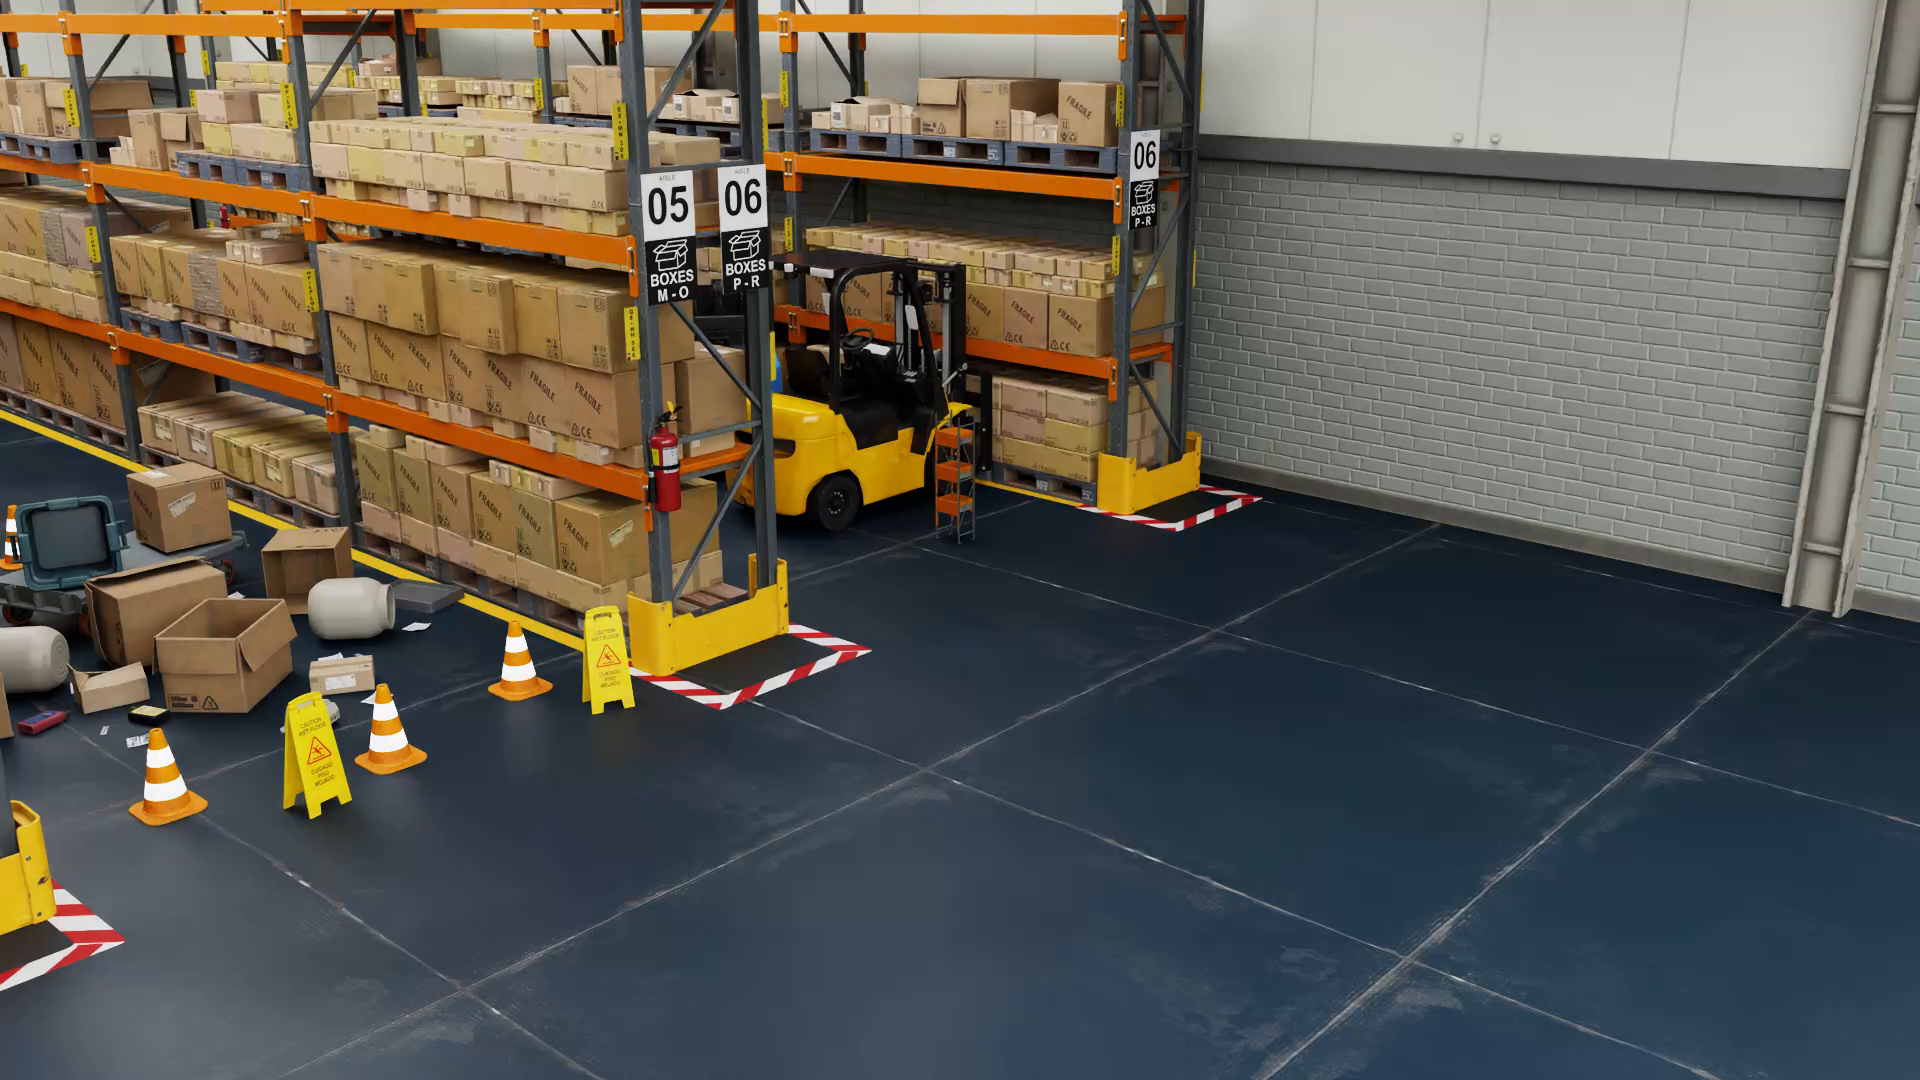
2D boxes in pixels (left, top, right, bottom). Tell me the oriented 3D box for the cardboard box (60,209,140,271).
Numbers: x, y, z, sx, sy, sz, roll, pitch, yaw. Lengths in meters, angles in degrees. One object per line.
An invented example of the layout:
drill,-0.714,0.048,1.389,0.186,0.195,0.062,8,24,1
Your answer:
cardboard box,-8.171,-2.860,15.847,0.500,0.500,0.500,14,23,38

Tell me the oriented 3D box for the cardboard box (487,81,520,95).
cardboard box,-5.294,-5.287,19.449,0.250,0.149,0.380,15,23,38

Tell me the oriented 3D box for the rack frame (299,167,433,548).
rack frame,-4.619,-1.488,13.342,0.127,3.000,1.000,15,23,39

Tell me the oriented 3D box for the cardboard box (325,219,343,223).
cardboard box,-8.238,-4.433,22.377,0.500,0.250,0.500,15,23,39

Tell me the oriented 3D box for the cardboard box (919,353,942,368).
cardboard box,-0.418,-1.608,15.917,0.500,0.250,0.500,16,24,41

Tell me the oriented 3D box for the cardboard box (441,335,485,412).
cardboard box,-3.326,-1.230,11.872,0.500,0.500,0.500,15,23,40

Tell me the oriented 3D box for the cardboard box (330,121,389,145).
cardboard box,-4.387,-2.996,12.230,0.250,0.149,0.380,16,24,41

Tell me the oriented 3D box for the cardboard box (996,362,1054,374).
cardboard box,0.687,-1.517,15.630,0.500,0.250,0.500,15,23,39

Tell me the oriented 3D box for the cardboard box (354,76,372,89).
cardboard box,-7.379,-5.759,20.903,0.250,0.149,0.380,16,24,41

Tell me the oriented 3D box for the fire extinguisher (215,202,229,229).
fire extinguisher,-10.720,-4.732,24.307,0.183,0.674,0.296,15,23,39

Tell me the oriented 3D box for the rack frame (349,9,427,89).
rack frame,-7.311,-7.078,21.037,0.127,3.000,1.000,15,23,39

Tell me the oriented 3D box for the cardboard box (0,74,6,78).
cardboard box,-10.136,-4.529,17.107,0.500,0.500,0.500,15,23,38

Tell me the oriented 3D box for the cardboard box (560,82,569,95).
cardboard box,-4.411,-5.242,19.308,0.250,0.149,0.380,14,22,37

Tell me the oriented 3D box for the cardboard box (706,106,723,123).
cardboard box,-2.352,-4.322,16.868,0.250,0.149,0.380,15,23,39

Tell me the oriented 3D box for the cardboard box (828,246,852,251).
cardboard box,-1.069,-2.794,16.218,0.250,0.149,0.380,16,23,41

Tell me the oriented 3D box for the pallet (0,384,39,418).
pallet,-9.976,-1.627,18.391,1.213,0.211,1.003,15,23,39

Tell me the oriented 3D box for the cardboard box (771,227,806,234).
cardboard box,-1.800,-3.204,17.511,0.250,0.149,0.380,15,23,39

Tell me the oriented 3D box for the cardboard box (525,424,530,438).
cardboard box,-2.801,-0.802,11.596,0.250,0.149,0.380,15,23,40

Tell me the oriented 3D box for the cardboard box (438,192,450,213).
cardboard box,-3.394,-2.370,11.576,0.250,0.149,0.380,15,23,40

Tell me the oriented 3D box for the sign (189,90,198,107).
sign,-7.249,-4.090,15.726,0.005,0.325,0.100,15,23,39

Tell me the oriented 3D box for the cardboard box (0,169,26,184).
cardboard box,-10.667,-4.050,18.524,0.250,0.149,0.380,15,23,38

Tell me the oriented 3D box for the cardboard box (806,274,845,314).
cardboard box,-1.169,-2.511,16.401,0.500,0.500,0.500,14,22,38

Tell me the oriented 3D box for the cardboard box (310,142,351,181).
cardboard box,-4.472,-2.838,12.393,0.500,0.250,0.500,14,23,38

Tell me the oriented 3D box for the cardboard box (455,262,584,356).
cardboard box,-2.978,-1.587,11.343,0.500,0.500,0.700,15,23,39

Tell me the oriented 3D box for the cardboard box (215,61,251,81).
cardboard box,-10.138,-6.614,23.464,0.500,0.250,0.500,15,23,39

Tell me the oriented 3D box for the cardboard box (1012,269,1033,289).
cardboard box,0.677,-2.335,14.772,0.250,0.149,0.380,15,23,39

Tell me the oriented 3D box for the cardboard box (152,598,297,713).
cardboard box,-4.622,0.725,10.496,0.637,0.503,0.797,0,18,2

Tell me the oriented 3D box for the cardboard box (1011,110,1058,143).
cardboard box,0.653,-3.571,14.309,0.258,0.266,0.396,15,23,39

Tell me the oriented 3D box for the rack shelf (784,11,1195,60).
rack shelf,0.168,-4.536,14.880,4.000,0.370,1.077,15,23,39

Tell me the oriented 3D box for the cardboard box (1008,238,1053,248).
cardboard box,0.655,-2.709,15.458,0.250,0.149,0.380,14,23,38

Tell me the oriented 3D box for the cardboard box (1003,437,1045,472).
cardboard box,0.738,-0.823,15.098,0.500,0.250,0.500,15,23,39

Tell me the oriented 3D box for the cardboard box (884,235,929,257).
cardboard box,-0.497,-2.777,15.675,0.250,0.149,0.380,15,23,38

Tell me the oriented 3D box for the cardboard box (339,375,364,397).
cardboard box,-4.597,-1.233,12.952,0.250,0.149,0.380,15,23,39

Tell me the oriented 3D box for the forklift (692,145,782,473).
forklift,-2.397,-2.401,16.333,1.130,2.935,3.031,-3,18,-10

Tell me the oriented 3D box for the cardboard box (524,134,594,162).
cardboard box,-2.603,-2.546,10.815,0.250,0.149,0.380,15,23,40

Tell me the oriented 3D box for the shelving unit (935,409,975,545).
shelving unit,-0.040,-0.511,13.487,0.252,1.050,0.215,15,23,39

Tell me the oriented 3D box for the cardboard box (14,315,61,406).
cardboard box,-9.405,-1.996,17.760,0.875,0.875,0.875,16,24,41

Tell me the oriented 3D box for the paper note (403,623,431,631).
paper note,-3.810,0.603,11.660,0.148,0.019,0.142,7,19,21

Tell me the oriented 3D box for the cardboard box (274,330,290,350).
cardboard box,-5.373,-1.666,13.625,0.250,0.149,0.380,14,22,38

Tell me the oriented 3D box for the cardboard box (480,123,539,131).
cardboard box,-3.222,-2.919,11.988,0.250,0.149,0.380,15,23,40

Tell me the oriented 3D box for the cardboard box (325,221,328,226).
cardboard box,-8.525,-4.303,22.628,0.250,0.149,0.380,15,23,38

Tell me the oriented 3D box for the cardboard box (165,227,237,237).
cardboard box,-7.087,-2.653,15.660,0.500,0.500,0.500,14,22,38

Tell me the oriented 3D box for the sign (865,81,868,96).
sign,-0.960,-4.452,16.736,0.005,0.325,0.100,15,23,39

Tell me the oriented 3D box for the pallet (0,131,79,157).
pallet,-8.966,-3.972,16.523,1.213,0.211,1.003,16,24,42

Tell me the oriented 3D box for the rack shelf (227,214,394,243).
rack shelf,-8.807,-4.277,23.319,4.000,0.370,1.077,15,23,39

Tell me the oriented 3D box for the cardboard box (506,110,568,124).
cardboard box,-4.864,-4.821,19.134,0.500,0.250,0.500,14,22,37

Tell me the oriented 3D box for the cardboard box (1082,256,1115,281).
cardboard box,1.257,-2.332,14.271,0.250,0.149,0.380,15,23,39

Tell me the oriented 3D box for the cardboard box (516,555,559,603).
cardboard box,-2.793,0.218,11.817,0.500,0.250,0.500,15,23,39

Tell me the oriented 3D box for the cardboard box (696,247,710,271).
cardboard box,-2.632,-3.025,17.607,0.500,0.250,0.500,16,23,40

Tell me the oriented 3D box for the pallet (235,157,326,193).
pallet,-5.010,-2.976,13.383,1.003,0.211,1.213,15,23,39

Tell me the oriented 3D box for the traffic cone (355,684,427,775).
traffic cone,-3.288,1.049,9.541,0.334,0.463,0.336,15,23,39

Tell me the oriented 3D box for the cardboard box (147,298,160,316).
cardboard box,-7.128,-2.135,15.100,0.250,0.149,0.380,13,22,36

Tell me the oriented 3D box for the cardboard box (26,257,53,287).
cardboard box,-8.924,-2.698,16.576,0.500,0.250,0.500,14,23,38

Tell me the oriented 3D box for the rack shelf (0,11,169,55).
rack shelf,-9.107,-5.019,16.400,4.000,0.370,1.077,15,23,39

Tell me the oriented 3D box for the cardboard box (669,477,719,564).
cardboard box,-2.066,-0.161,11.773,0.500,0.500,0.500,14,22,37

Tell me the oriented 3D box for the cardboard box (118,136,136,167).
cardboard box,-7.297,-3.504,14.957,0.258,0.266,0.396,15,23,39

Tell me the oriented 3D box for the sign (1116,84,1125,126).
sign,1.294,-3.503,13.399,0.005,0.325,0.100,15,23,39

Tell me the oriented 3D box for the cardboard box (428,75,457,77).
cardboard box,-6.420,-5.735,20.828,0.250,0.149,0.380,16,24,41
